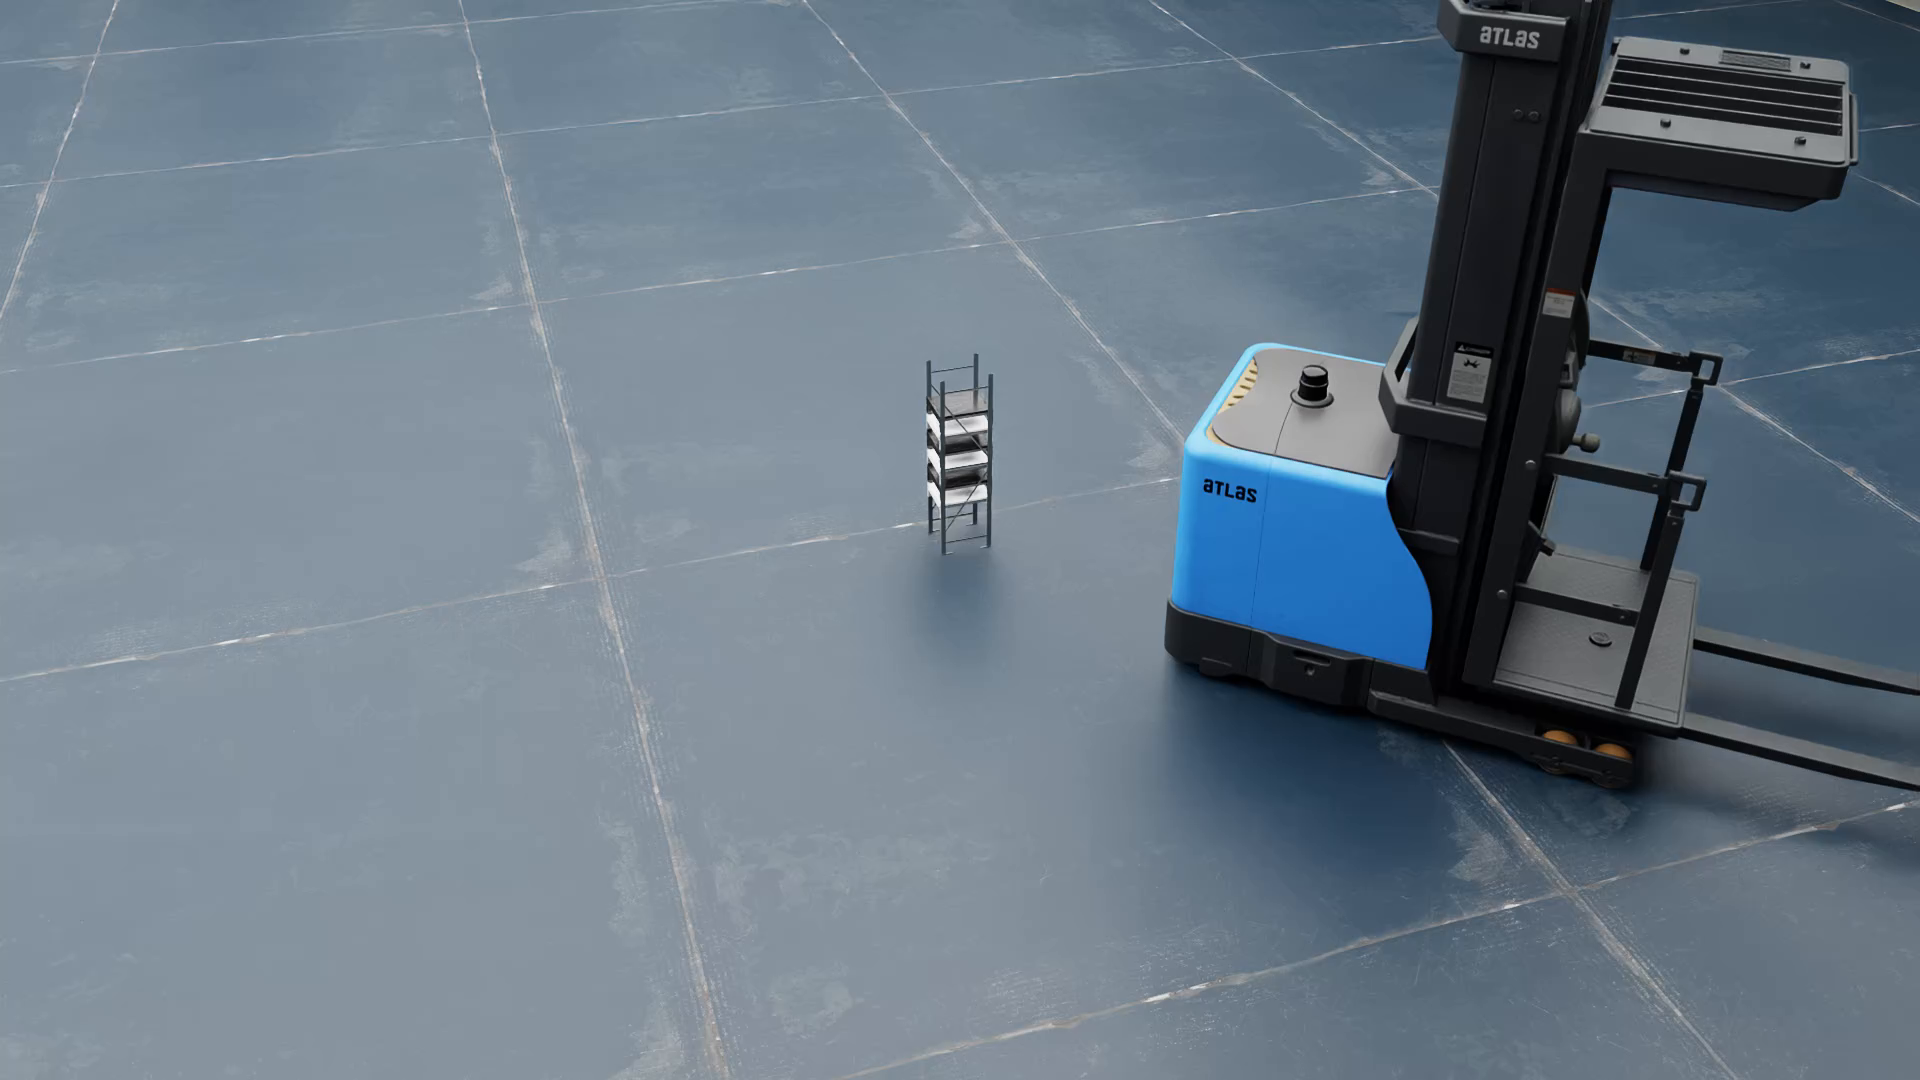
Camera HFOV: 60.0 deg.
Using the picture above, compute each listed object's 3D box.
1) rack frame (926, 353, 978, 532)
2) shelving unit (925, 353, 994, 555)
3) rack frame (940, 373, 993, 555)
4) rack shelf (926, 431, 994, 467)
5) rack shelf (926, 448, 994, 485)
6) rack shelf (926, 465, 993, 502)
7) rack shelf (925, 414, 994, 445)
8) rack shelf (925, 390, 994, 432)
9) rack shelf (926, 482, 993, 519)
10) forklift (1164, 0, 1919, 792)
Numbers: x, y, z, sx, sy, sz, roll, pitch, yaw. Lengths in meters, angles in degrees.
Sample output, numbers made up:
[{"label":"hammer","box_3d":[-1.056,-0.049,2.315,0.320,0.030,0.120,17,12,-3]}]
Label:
[{"label":"rack frame","box_3d":[-0.033,-0.433,7.589,0.240,0.900,0.006,-10,35,-15]},{"label":"shelving unit","box_3d":[-0.002,-0.380,7.508,0.258,0.900,0.210,-10,35,-15]},{"label":"rack frame","box_3d":[0.029,-0.326,7.428,0.240,0.900,0.006,-10,35,-15]},{"label":"rack shelf","box_3d":[-0.002,-0.427,7.477,0.258,0.077,0.200,-10,35,-15]},{"label":"rack shelf","box_3d":[-0.002,-0.352,7.527,0.258,0.077,0.200,-10,35,-15]},{"label":"rack shelf","box_3d":[-0.002,-0.277,7.576,0.258,0.077,0.200,-10,35,-15]},{"label":"rack shelf","box_3d":[-0.002,-0.502,7.428,0.258,0.077,0.200,-10,35,-15]},{"label":"rack shelf","box_3d":[-0.002,-0.577,7.378,0.258,0.077,0.200,-10,35,-15]},{"label":"rack shelf","box_3d":[-0.002,-0.202,7.626,0.258,0.077,0.200,-10,35,-15]},{"label":"forklift","box_3d":[2.416,-0.615,6.022,3.031,2.935,1.130,14,36,20]}]
